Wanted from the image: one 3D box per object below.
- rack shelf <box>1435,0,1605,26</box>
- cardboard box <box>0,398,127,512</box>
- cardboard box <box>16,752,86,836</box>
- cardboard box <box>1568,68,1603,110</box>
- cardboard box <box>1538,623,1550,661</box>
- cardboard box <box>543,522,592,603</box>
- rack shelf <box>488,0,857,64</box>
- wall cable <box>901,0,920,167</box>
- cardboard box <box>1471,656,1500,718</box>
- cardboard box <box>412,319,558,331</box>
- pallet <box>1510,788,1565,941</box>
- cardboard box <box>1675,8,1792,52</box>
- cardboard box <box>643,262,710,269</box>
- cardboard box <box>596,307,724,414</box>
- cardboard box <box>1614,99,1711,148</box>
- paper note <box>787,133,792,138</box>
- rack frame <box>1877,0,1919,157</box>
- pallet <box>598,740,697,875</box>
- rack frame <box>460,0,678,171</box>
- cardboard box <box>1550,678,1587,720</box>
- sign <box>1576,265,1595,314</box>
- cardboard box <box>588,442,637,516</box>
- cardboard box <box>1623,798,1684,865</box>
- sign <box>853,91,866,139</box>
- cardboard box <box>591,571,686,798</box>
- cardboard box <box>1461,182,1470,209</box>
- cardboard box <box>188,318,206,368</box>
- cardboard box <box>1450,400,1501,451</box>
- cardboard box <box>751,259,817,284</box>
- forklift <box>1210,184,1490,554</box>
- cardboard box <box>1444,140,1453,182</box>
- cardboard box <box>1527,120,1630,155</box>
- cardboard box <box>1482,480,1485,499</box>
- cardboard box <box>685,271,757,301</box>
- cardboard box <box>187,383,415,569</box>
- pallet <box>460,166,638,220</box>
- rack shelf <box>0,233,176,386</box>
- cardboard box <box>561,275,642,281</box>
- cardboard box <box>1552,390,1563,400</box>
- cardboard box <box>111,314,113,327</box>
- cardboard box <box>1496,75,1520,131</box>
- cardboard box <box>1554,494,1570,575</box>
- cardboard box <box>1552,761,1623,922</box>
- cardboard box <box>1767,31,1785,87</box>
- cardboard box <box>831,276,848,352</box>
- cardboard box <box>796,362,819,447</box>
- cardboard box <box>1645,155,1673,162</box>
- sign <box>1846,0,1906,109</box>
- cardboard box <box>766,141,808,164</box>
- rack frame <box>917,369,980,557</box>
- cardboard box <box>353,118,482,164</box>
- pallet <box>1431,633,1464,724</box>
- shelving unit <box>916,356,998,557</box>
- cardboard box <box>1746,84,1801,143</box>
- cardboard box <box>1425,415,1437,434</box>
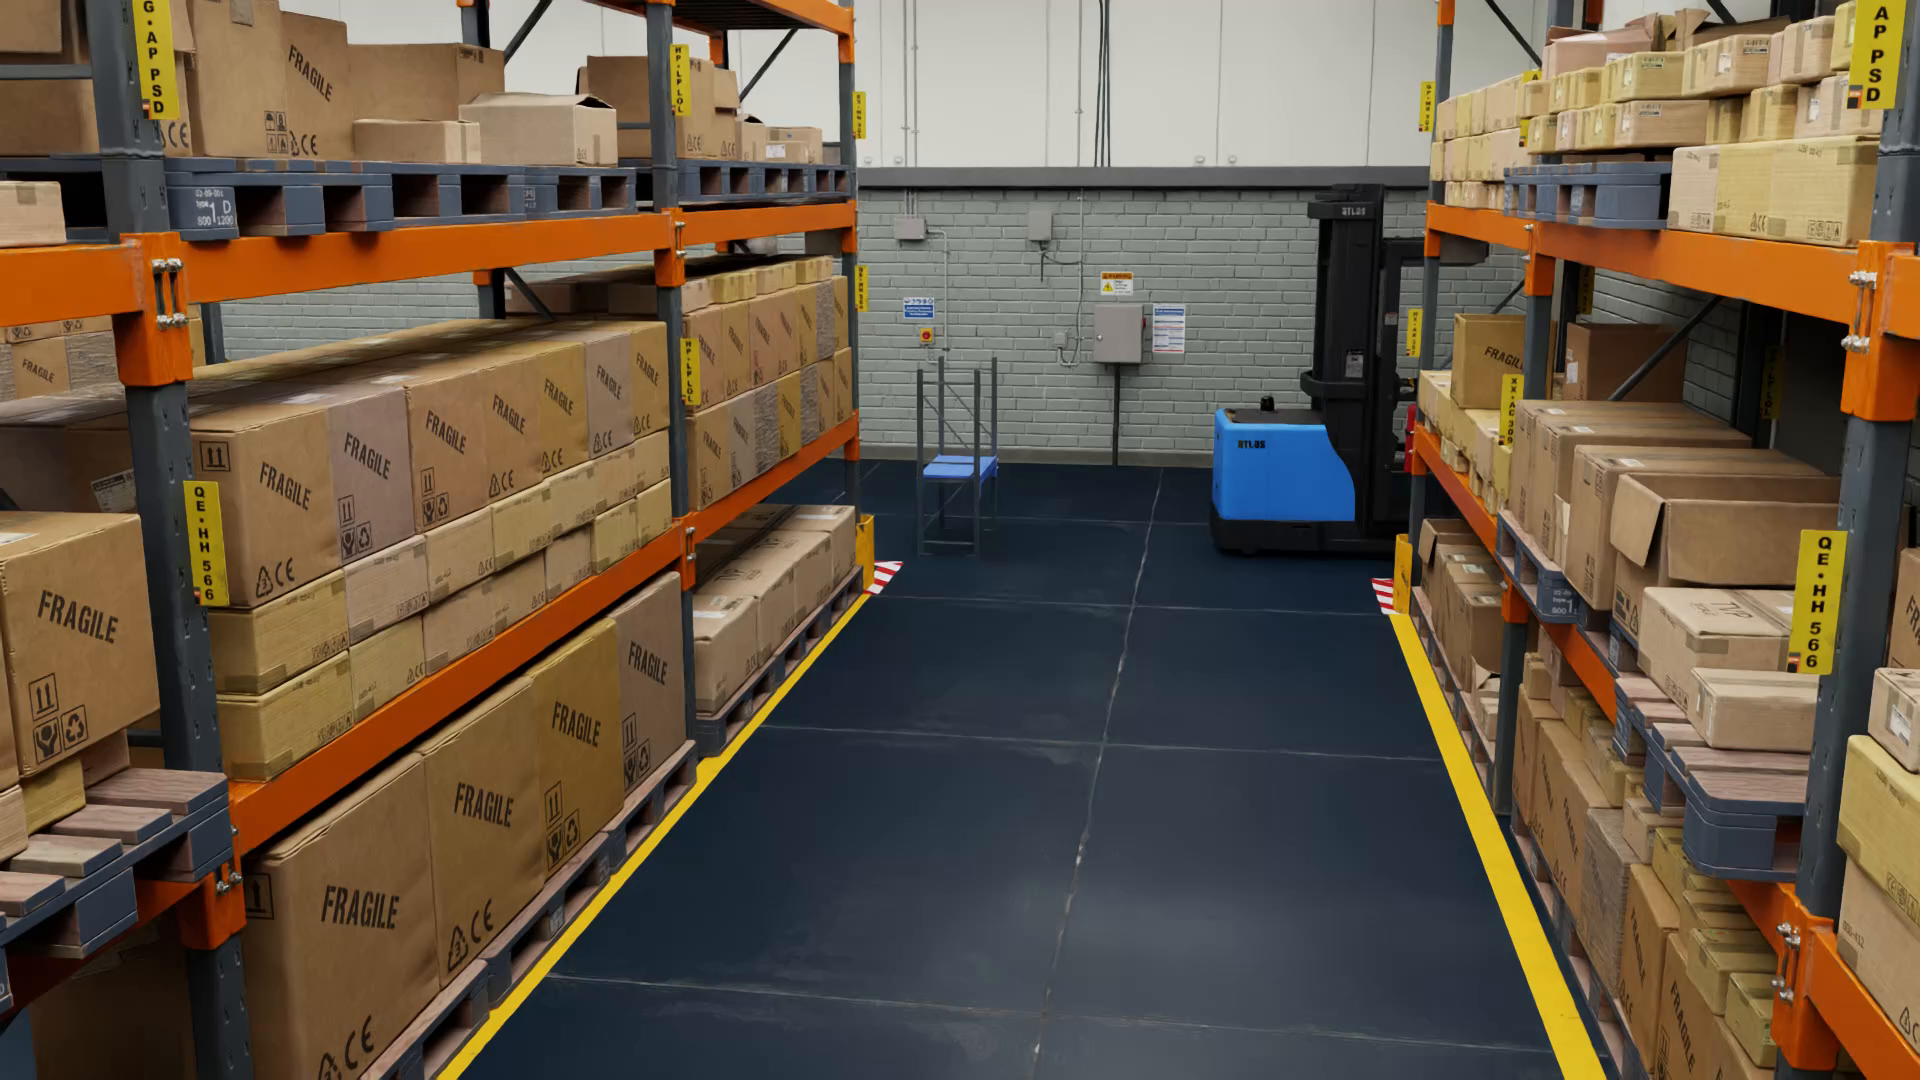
[{"bbox_3d":[3.354,-3.147,8.949,1.077,0.370,4.000,2,12,9],"label":"rack shelf"},{"bbox_3d":[-2.653,-0.132,4.875,0.500,0.500,0.500,2,12,7],"label":"cardboard box"},{"bbox_3d":[-2.262,0.573,3.813,0.380,0.149,0.250,2,12,10],"label":"cardboard box"},{"bbox_3d":[2.502,-1.682,6.216,0.380,0.149,0.250,2,12,8],"label":"cardboard box"},{"bbox_3d":[2.788,0.471,7.377,0.380,0.149,0.250,2,12,8],"label":"cardboard box"},{"bbox_3d":[-1.855,0.074,6.884,0.500,0.250,0.500,2,12,7],"label":"cardboard box"},{"bbox_3d":[-1.551,-3.113,9.734,1.077,0.370,4.000,2,12,9],"label":"rack shelf"},{"bbox_3d":[-0.647,-5.269,17.085,0.463,3.000,0.029,2,12,9],"label":"wall cable"},{"bbox_3d":[2.897,0.781,8.744,0.396,0.266,0.258,2,12,11],"label":"cardboard box"},{"bbox_3d":[-2.211,-0.766,7.818,0.500,0.500,0.500,2,12,9],"label":"cardboard box"},{"bbox_3d":[2.958,1.383,7.076,1.003,0.211,1.213,2,12,9],"label":"pallet"},{"bbox_3d":[3.059,-1.974,6.588,0.396,0.266,0.258,2,12,9],"label":"cardboard box"},{"bbox_3d":[-1.786,-1.664,10.443,0.380,0.149,0.250,2,12,9],"label":"cardboard box"},{"bbox_3d":[-1.547,-0.940,8.624,0.500,0.500,0.500,2,12,9],"label":"cardboard box"},{"bbox_3d":[2.396,-1.378,5.512,0.380,0.149,0.250,2,12,10],"label":"cardboard box"},{"bbox_3d":[-0.992,-2.361,9.703,0.006,0.032,0.123,2,12,9],"label":"paper note"},{"bbox_3d":[2.431,-2.251,3.078,1.000,3.000,0.127,2,12,9],"label":"rack frame"},{"bbox_3d":[-1.903,1.215,7.853,1.003,0.211,1.213,2,12,9],"label":"pallet"},{"bbox_3d":[-1.859,-3.244,7.684,1.000,3.000,0.127,2,12,9],"label":"rack frame"},{"bbox_3d":[2.762,0.675,7.139,0.380,0.149,0.250,2,12,7],"label":"cardboard box"},{"bbox_3d":[4.207,-1.682,11.179,0.100,0.325,0.005,2,12,9],"label":"sign"},{"bbox_3d":[-1.756,-0.278,7.333,0.500,0.250,0.500,2,12,10],"label":"cardboard box"},{"bbox_3d":[2.488,0.995,5.652,0.380,0.149,0.250,1,12,6],"label":"cardboard box"},{"bbox_3d":[-0.710,-2.984,11.684,0.100,0.325,0.005,2,12,9],"label":"sign"},{"bbox_3d":[-1.875,0.654,7.885,0.875,0.875,0.875,2,12,10],"label":"cardboard box"},{"bbox_3d":[3.051,-1.952,9.408,0.380,0.149,0.250,2,12,9],"label":"cardboard box"},{"bbox_3d":[-5.965,-1.375,12.312,0.500,0.500,0.500,2,12,10],"label":"cardboard box"},{"bbox_3d":[3.116,-0.652,9.549,0.500,0.250,0.500,2,12,7],"label":"cardboard box"},{"bbox_3d":[-1.152,-1.756,10.871,0.380,0.149,0.250,2,12,10],"label":"cardboard box"},{"bbox_3d":[3.622,-1.379,13.436,3.031,2.935,1.130,1,12,4],"label":"forklift"},{"bbox_3d":[3.265,-2.332,10.224,0.500,0.250,0.500,2,12,10],"label":"cardboard box"},{"bbox_3d":[2.607,-1.699,7.000,0.380,0.149,0.250,2,12,10],"label":"cardboard box"},{"bbox_3d":[2.947,-0.266,8.705,0.380,0.149,0.250,2,12,10],"label":"cardboard box"},{"bbox_3d":[-1.365,-1.436,9.384,0.380,0.149,0.250,2,12,7],"label":"cardboard box"},{"bbox_3d":[-2.090,-0.214,5.257,0.500,0.500,0.500,2,12,9],"label":"cardboard box"},{"bbox_3d":[-1.951,-1.491,7.127,0.805,0.209,1.217,1,12,6],"label":"pallet"},{"bbox_3d":[-2.782,-0.177,2.280,1.077,0.370,4.000,2,12,9],"label":"rack shelf"},{"bbox_3d":[-1.930,-1.343,8.955,0.380,0.149,0.250,2,12,9],"label":"cardboard box"},{"bbox_3d":[3.691,-0.741,9.962,0.500,0.250,0.500,2,12,10],"label":"cardboard box"},{"bbox_3d":[-6.053,-1.757,11.710,0.500,0.500,0.500,1,12,7],"label":"cardboard box"},{"bbox_3d":[2.955,-2.152,8.204,0.500,0.250,0.500,2,12,8],"label":"cardboard box"},{"bbox_3d":[2.453,-0.014,6.259,0.396,0.266,0.258,2,12,11],"label":"cardboard box"},{"bbox_3d":[2.596,1.174,6.362,0.500,0.500,0.500,2,12,7],"label":"cardboard box"},{"bbox_3d":[2.408,-1.293,4.455,0.380,0.149,0.250,2,12,8],"label":"cardboard box"},{"bbox_3d":[-1.083,-1.573,11.562,0.500,0.500,0.500,2,12,11],"label":"cardboard box"},{"bbox_3d":[-1.218,-0.872,10.683,0.500,0.500,0.500,2,12,10],"label":"cardboard box"},{"bbox_3d":[3.405,-1.785,7.688,0.500,0.250,0.500,2,12,7],"label":"cardboard box"},{"bbox_3d":[1.895,-1.055,3.423,0.100,0.325,0.005,2,12,9],"label":"sign"},{"bbox_3d":[-1.210,-2.555,10.970,0.380,0.149,0.250,1,12,4],"label":"cardboard box"},{"bbox_3d":[-0.091,-0.610,13.262,0.500,1.500,0.032,2,12,9],"label":"rack frame"},{"bbox_3d":[-2.002,-1.470,6.131,0.380,0.166,0.250,3,13,13],"label":"cardboard box"},{"bbox_3d":[3.338,0.815,9.712,1.003,0.211,1.213,2,12,9],"label":"pallet"},{"bbox_3d":[-0.013,-0.715,13.753,0.538,1.500,1.048,2,12,9],"label":"shelving unit"},{"bbox_3d":[2.368,-1.148,4.490,0.380,0.149,0.250,2,12,9],"label":"cardboard box"},{"bbox_3d":[3.340,-0.801,11.187,0.380,0.149,0.250,2,12,8],"label":"cardboard box"}]
